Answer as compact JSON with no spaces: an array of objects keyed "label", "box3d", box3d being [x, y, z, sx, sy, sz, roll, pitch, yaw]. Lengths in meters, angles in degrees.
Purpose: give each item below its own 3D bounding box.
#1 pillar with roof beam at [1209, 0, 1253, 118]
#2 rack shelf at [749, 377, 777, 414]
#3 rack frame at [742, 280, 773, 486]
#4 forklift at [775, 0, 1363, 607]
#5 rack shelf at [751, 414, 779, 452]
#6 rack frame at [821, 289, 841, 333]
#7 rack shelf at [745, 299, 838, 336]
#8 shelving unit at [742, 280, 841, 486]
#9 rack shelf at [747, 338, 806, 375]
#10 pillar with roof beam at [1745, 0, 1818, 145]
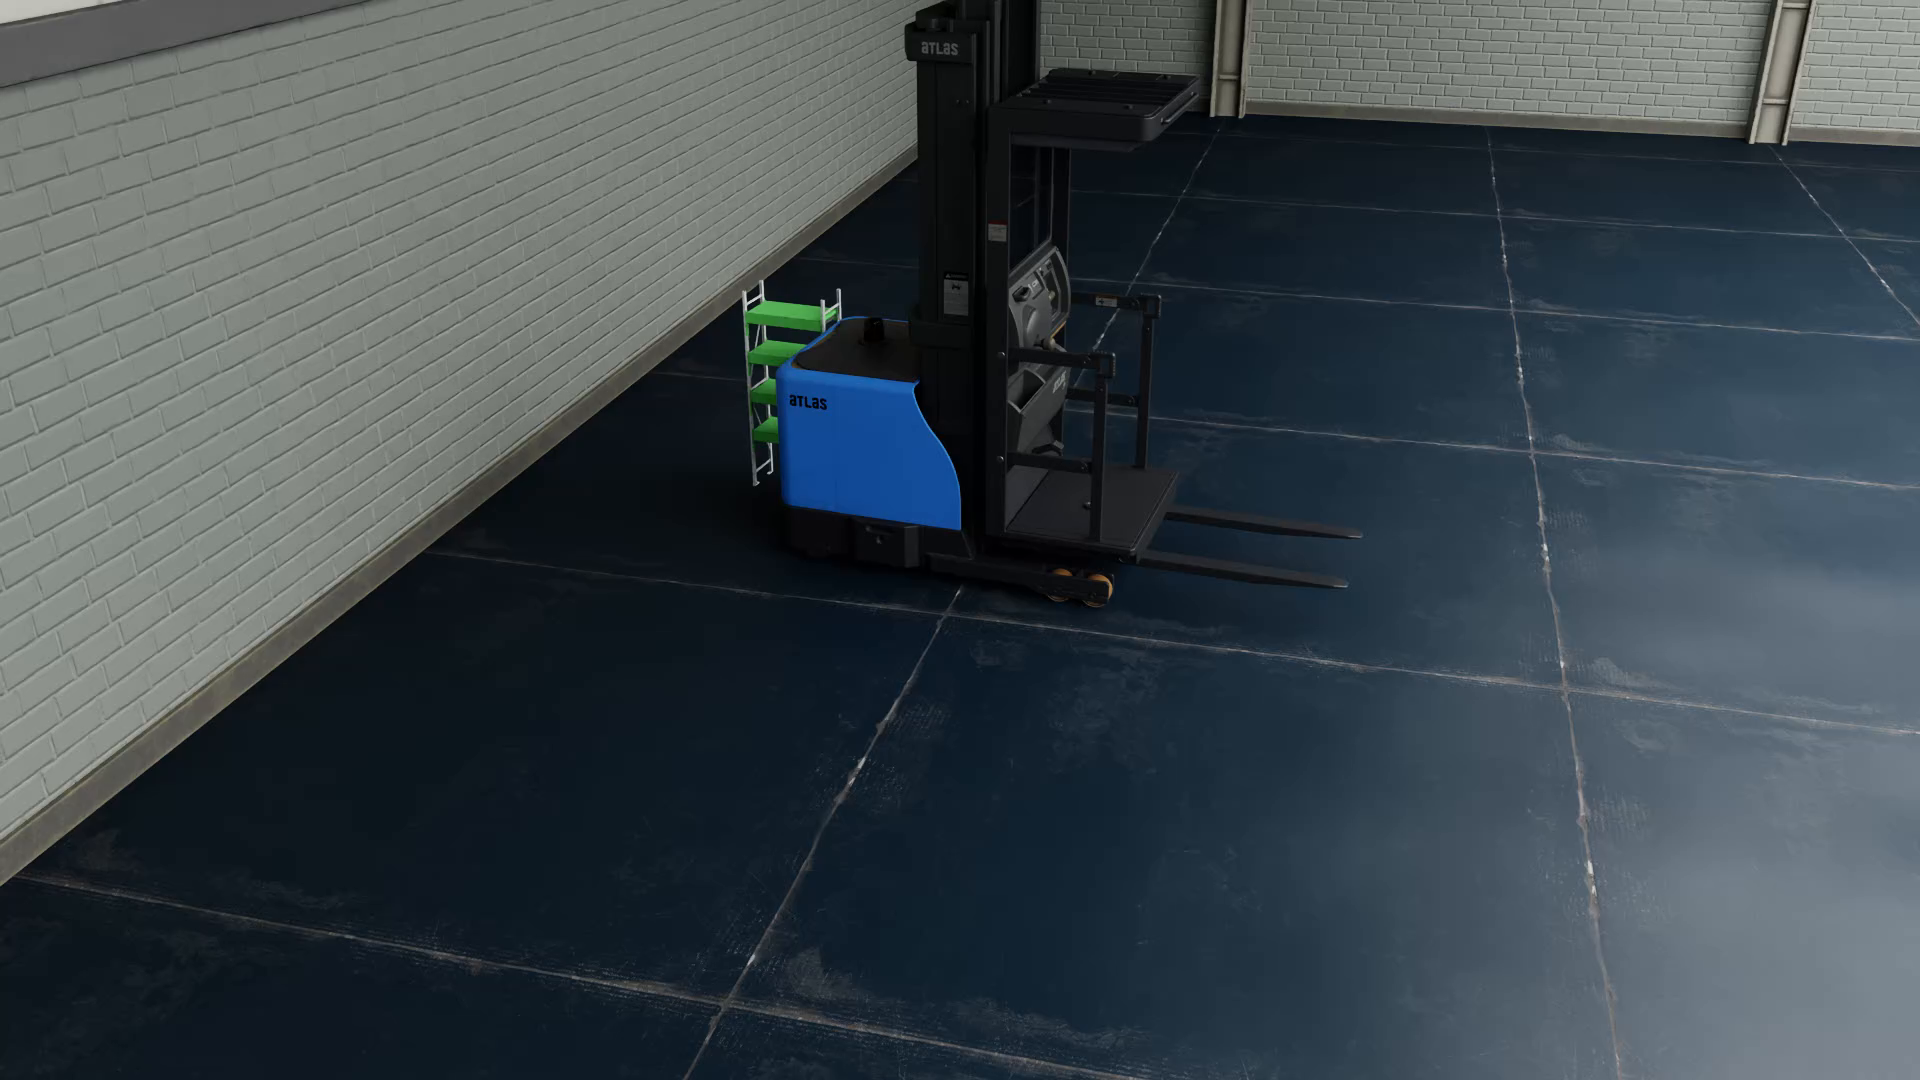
[{"label":"pillar with roof beam","box3d":[2.140,-7.379,14.280,0.400,9.000,9.100,6,26,13]},{"label":"rack shelf","box3d":[-0.957,-0.818,9.721,0.480,0.148,0.258,9,27,18]},{"label":"rack frame","box3d":[-1.186,-0.912,9.770,0.015,1.200,0.240,9,27,18]},{"label":"forklift","box3d":[0.595,-1.235,8.435,3.031,2.935,1.130,8,27,17]},{"label":"rack shelf","box3d":[-0.957,-0.601,9.824,0.480,0.148,0.258,9,27,18]},{"label":"rack frame","box3d":[-0.728,-0.839,9.617,0.015,1.200,0.240,9,27,18]},{"label":"rack shelf","box3d":[-0.957,-1.251,9.514,0.480,0.148,0.258,9,27,18]},{"label":"shelving unit","box3d":[-0.957,-0.876,9.693,0.503,1.200,0.258,9,27,18]},{"label":"rack shelf","box3d":[-0.957,-1.035,9.618,0.480,0.148,0.258,9,27,18]},{"label":"pillar with roof beam","box3d":[7.950,-6.736,12.931,0.400,9.000,9.100,6,26,13]}]
